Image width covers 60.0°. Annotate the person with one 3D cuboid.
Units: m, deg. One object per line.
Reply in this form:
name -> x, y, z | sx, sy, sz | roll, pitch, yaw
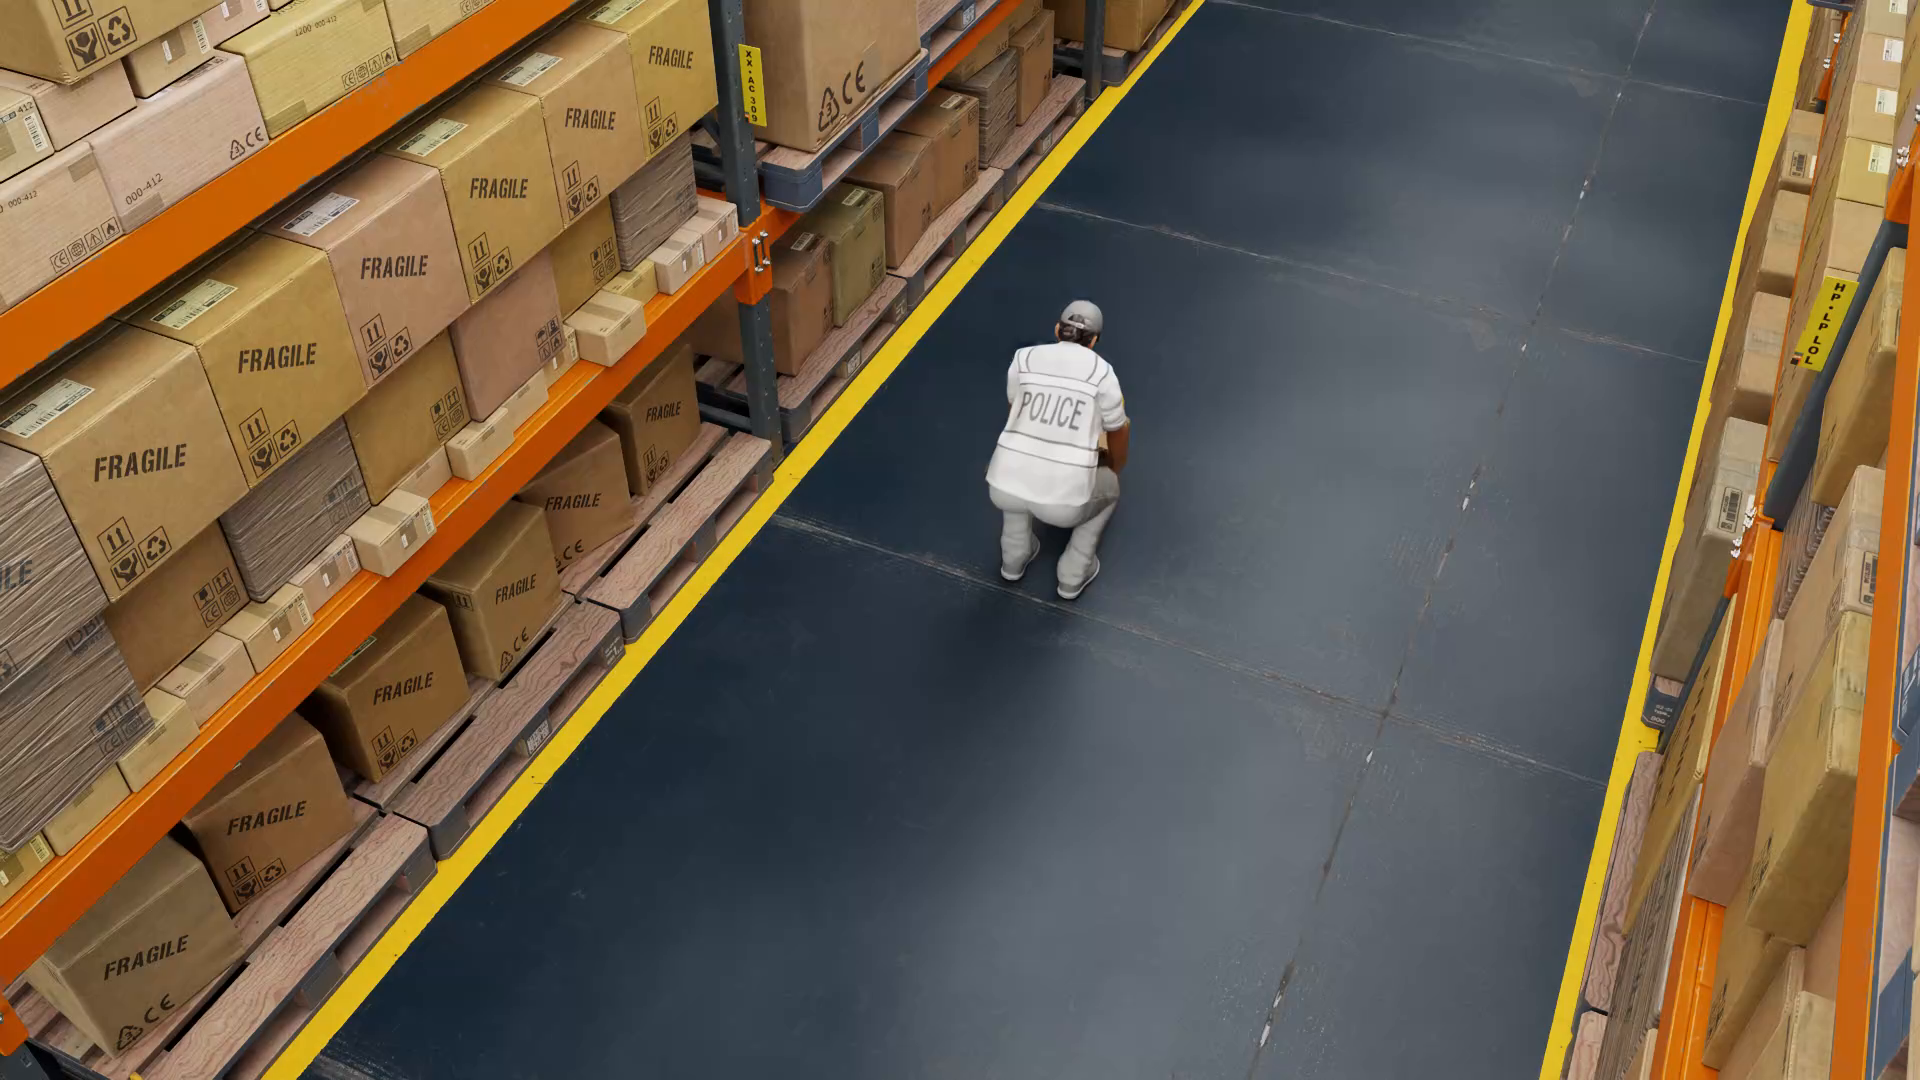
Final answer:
person -> 0.390, -0.350, 6.925 | 0.540, 1.158, 0.817 | 17, 45, 18
